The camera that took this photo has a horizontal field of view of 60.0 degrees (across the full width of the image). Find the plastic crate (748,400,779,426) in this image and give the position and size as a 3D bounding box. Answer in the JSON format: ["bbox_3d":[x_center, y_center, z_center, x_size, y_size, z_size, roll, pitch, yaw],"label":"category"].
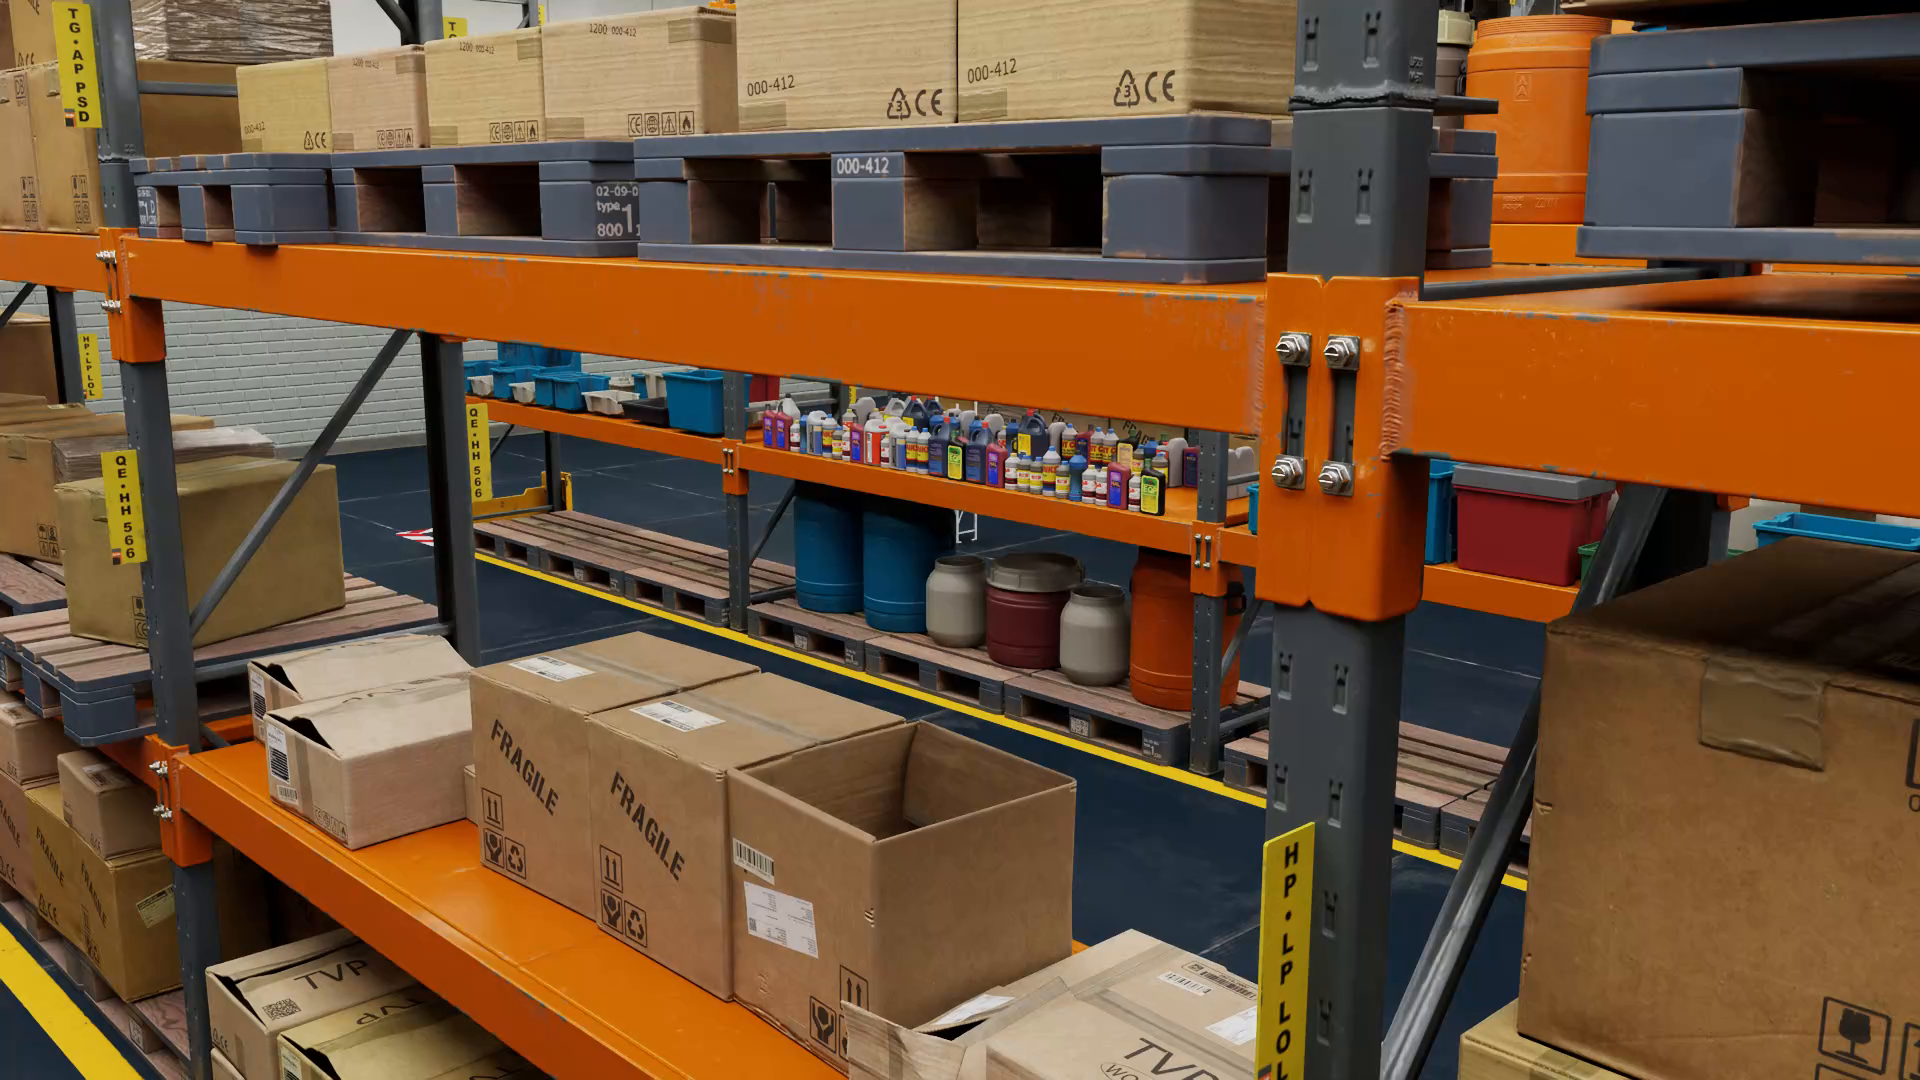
[{"bbox_3d":[-1.395,-0.903,11.866,0.396,0.136,0.243,-11,16,-43],"label":"plastic crate"}]

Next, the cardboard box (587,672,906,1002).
[{"bbox_3d":[-0.466,0.629,3.677,0.500,0.500,0.500,-11,16,-42],"label":"cardboard box"}]

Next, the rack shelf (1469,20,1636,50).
[{"bbox_3d":[3.786,-3.703,12.860,1.077,0.370,4.000,-11,16,-43],"label":"rack shelf"}]

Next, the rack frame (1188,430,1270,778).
[{"bbox_3d":[1.585,-0.331,8.585,1.000,3.000,0.127,-11,16,-43],"label":"rack frame"}]

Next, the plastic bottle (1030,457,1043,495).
[{"bbox_3d":[0.435,-0.358,9.206,0.097,0.201,0.097,0,12,0],"label":"plastic bottle"}]

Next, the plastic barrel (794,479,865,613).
[{"bbox_3d":[-0.814,-0.011,11.191,0.600,0.901,0.708,-11,16,-43],"label":"plastic barrel"}]

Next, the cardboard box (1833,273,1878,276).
[{"bbox_3d":[10.746,-3.202,19.794,0.500,0.500,0.500,-11,16,-43],"label":"cardboard box"}]

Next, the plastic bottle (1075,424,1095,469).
[{"bbox_3d":[0.755,-0.557,9.972,0.061,0.283,0.133,-11,16,-43],"label":"plastic bottle"}]

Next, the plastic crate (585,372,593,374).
[{"bbox_3d":[-3.246,-1.305,13.818,0.396,0.136,0.243,-11,16,-43],"label":"plastic crate"}]

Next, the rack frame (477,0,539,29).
[{"bbox_3d":[-3.940,-4.437,13.647,1.000,3.000,0.127,-11,16,-43],"label":"rack frame"}]

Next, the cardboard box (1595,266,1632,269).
[{"bbox_3d":[8.702,-3.630,21.873,0.500,0.500,0.500,-11,16,-43],"label":"cardboard box"}]

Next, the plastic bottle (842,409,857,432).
[{"bbox_3d":[-0.749,-0.785,11.281,0.097,0.201,0.097,0,12,0],"label":"plastic bottle"}]

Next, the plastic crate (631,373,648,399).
[{"bbox_3d":[-2.336,-1.182,12.982,0.416,0.233,0.300,-11,16,-43],"label":"plastic crate"}]

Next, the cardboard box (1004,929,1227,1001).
[{"bbox_3d":[0.298,0.908,3.195,0.380,0.149,0.250,-11,16,-43],"label":"cardboard box"}]

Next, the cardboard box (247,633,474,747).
[{"bbox_3d":[-1.780,0.461,4.959,0.500,0.311,0.500,-10,15,-39],"label":"cardboard box"}]

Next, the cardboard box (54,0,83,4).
[{"bbox_3d":[-2.649,-1.788,5.498,0.500,0.500,0.500,-11,16,-43],"label":"cardboard box"}]

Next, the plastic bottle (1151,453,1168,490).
[{"bbox_3d":[1.123,-0.389,9.361,0.097,0.201,0.097,0,12,0],"label":"plastic bottle"}]

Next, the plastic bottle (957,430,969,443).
[{"bbox_3d":[0.032,-0.495,9.671,0.061,0.283,0.133,-11,16,-43],"label":"plastic bottle"}]

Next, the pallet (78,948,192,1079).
[{"bbox_3d":[-2.488,1.610,6.073,1.003,0.211,1.213,-11,16,-43],"label":"pallet"}]

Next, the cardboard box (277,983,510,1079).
[{"bbox_3d":[-1.482,1.418,4.480,0.500,0.311,0.500,11,16,44],"label":"cardboard box"}]

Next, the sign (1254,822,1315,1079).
[{"bbox_3d":[0.377,0.491,1.921,0.100,0.325,0.005,-11,16,-43],"label":"sign"}]

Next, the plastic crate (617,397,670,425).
[{"bbox_3d":[-2.145,-0.935,12.052,0.437,0.125,0.590,-11,16,-43],"label":"plastic crate"}]

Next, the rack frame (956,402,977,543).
[{"bbox_3d":[0.054,-0.576,14.235,0.240,1.200,0.015,-11,16,-43],"label":"rack frame"}]

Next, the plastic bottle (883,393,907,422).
[{"bbox_3d":[-0.410,-0.782,10.896,0.144,0.351,0.185,-11,16,-43],"label":"plastic bottle"}]

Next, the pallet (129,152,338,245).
[{"bbox_3d":[-1.467,-0.932,4.534,1.213,0.211,1.003,-10,15,-40],"label":"pallet"}]

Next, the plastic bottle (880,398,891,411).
[{"bbox_3d":[-0.479,-0.818,11.237,0.061,0.283,0.133,-11,16,-43],"label":"plastic bottle"}]

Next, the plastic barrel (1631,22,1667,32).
[{"bbox_3d":[2.936,-1.697,6.539,0.600,0.901,0.708,-11,16,-43],"label":"plastic barrel"}]

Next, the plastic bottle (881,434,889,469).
[{"bbox_3d":[-0.433,-0.541,10.097,0.097,0.201,0.097,0,12,0],"label":"plastic bottle"}]

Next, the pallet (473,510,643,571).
[{"bbox_3d":[-3.398,-0.007,13.923,1.003,0.211,1.213,-11,16,-43],"label":"pallet"}]

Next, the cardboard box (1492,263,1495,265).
[{"bbox_3d":[5.542,-2.997,18.061,0.500,0.500,0.500,11,16,43],"label":"cardboard box"}]

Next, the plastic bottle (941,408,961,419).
[{"bbox_3d":[-0.071,-0.715,10.755,0.152,0.276,0.135,-11,16,-43],"label":"plastic bottle"}]

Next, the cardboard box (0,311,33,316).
[{"bbox_3d":[-5.241,-0.947,8.849,0.500,0.500,0.500,11,16,43],"label":"cardboard box"}]

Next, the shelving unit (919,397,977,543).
[{"bbox_3d":[-0.114,-0.612,14.408,0.258,1.200,0.503,-11,16,-43],"label":"shelving unit"}]

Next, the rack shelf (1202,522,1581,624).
[{"bbox_3d":[2.966,0.313,7.241,1.077,0.370,4.000,-11,16,-43],"label":"rack shelf"}]

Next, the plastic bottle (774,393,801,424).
[{"bbox_3d":[-1.141,-0.788,10.926,0.144,0.351,0.185,-11,16,-43],"label":"plastic bottle"}]

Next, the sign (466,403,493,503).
[{"bbox_3d":[-1.601,-0.286,5.498,0.100,0.325,0.005,-11,16,-43],"label":"sign"}]

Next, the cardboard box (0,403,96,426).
[{"bbox_3d":[-4.076,-0.288,7.087,0.700,0.500,0.500,-8,14,-34],"label":"cardboard box"}]

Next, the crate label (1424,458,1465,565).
[{"bbox_3d":[2.076,-0.166,7.695,0.502,0.435,0.616,-11,16,-43],"label":"crate label"}]

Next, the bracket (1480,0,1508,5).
[{"bbox_3d":[9.217,-9.372,28.682,0.235,0.232,0.430,-11,16,-43],"label":"bracket"}]

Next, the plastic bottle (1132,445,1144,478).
[{"bbox_3d":[1.048,-0.450,9.653,0.097,0.201,0.097,0,12,0],"label":"plastic bottle"}]

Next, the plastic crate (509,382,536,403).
[{"bbox_3d":[-3.377,-1.160,13.111,0.250,0.136,0.298,-11,16,-43],"label":"plastic crate"}]

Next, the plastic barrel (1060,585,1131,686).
[{"bbox_3d":[0.780,0.543,9.468,0.421,0.512,0.421,0,12,0],"label":"plastic barrel"}]

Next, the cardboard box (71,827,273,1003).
[{"bbox_3d":[-2.816,1.264,5.949,0.500,0.500,0.500,-10,15,-40],"label":"cardboard box"}]

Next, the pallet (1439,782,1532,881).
[{"bbox_3d":[2.930,1.331,7.428,1.003,0.211,1.213,-11,16,-43],"label":"pallet"}]

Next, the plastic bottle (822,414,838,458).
[{"bbox_3d":[-0.820,-0.657,10.486,0.097,0.271,0.097,0,12,0],"label":"plastic bottle"}]

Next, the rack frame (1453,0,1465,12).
[{"bbox_3d":[6.810,-6.508,23.700,1.000,3.000,0.127,-11,16,-43],"label":"rack frame"}]

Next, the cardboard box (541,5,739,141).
[{"bbox_3d":[-0.514,-0.947,3.470,0.500,0.250,0.500,10,15,40],"label":"cardboard box"}]

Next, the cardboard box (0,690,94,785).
[{"bbox_3d":[-3.567,0.740,6.632,0.500,0.250,0.500,-11,16,-44],"label":"cardboard box"}]

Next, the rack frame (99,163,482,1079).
[{"bbox_3d":[-2.000,0.359,5.238,1.000,3.000,0.127,-11,16,-43],"label":"rack frame"}]

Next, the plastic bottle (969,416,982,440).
[{"bbox_3d":[0.105,-0.639,10.398,0.097,0.271,0.097,0,12,0],"label":"plastic bottle"}]

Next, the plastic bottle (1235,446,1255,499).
[{"bbox_3d":[1.520,-0.379,9.123,0.152,0.276,0.135,-11,16,-43],"label":"plastic bottle"}]

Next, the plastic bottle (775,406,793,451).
[{"bbox_3d":[-1.140,-0.725,10.788,0.061,0.283,0.133,-11,16,-43],"label":"plastic bottle"}]

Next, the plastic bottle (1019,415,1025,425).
[{"bbox_3d":[0.375,-0.638,10.361,0.061,0.283,0.133,-11,16,-43],"label":"plastic bottle"}]

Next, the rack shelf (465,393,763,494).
[{"bbox_3d":[-2.558,-0.854,12.908,1.077,0.370,4.000,-11,16,-43],"label":"rack shelf"}]

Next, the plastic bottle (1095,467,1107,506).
[{"bbox_3d":[0.771,-0.287,8.861,0.097,0.201,0.097,0,12,0],"label":"plastic bottle"}]

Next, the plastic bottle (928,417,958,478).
[{"bbox_3d":[-0.092,-0.549,9.764,0.144,0.351,0.185,-11,16,-43],"label":"plastic bottle"}]

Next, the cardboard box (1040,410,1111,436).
[{"bbox_3d":[1.386,-1.009,16.100,0.875,0.875,0.875,-11,16,-43],"label":"cardboard box"}]
